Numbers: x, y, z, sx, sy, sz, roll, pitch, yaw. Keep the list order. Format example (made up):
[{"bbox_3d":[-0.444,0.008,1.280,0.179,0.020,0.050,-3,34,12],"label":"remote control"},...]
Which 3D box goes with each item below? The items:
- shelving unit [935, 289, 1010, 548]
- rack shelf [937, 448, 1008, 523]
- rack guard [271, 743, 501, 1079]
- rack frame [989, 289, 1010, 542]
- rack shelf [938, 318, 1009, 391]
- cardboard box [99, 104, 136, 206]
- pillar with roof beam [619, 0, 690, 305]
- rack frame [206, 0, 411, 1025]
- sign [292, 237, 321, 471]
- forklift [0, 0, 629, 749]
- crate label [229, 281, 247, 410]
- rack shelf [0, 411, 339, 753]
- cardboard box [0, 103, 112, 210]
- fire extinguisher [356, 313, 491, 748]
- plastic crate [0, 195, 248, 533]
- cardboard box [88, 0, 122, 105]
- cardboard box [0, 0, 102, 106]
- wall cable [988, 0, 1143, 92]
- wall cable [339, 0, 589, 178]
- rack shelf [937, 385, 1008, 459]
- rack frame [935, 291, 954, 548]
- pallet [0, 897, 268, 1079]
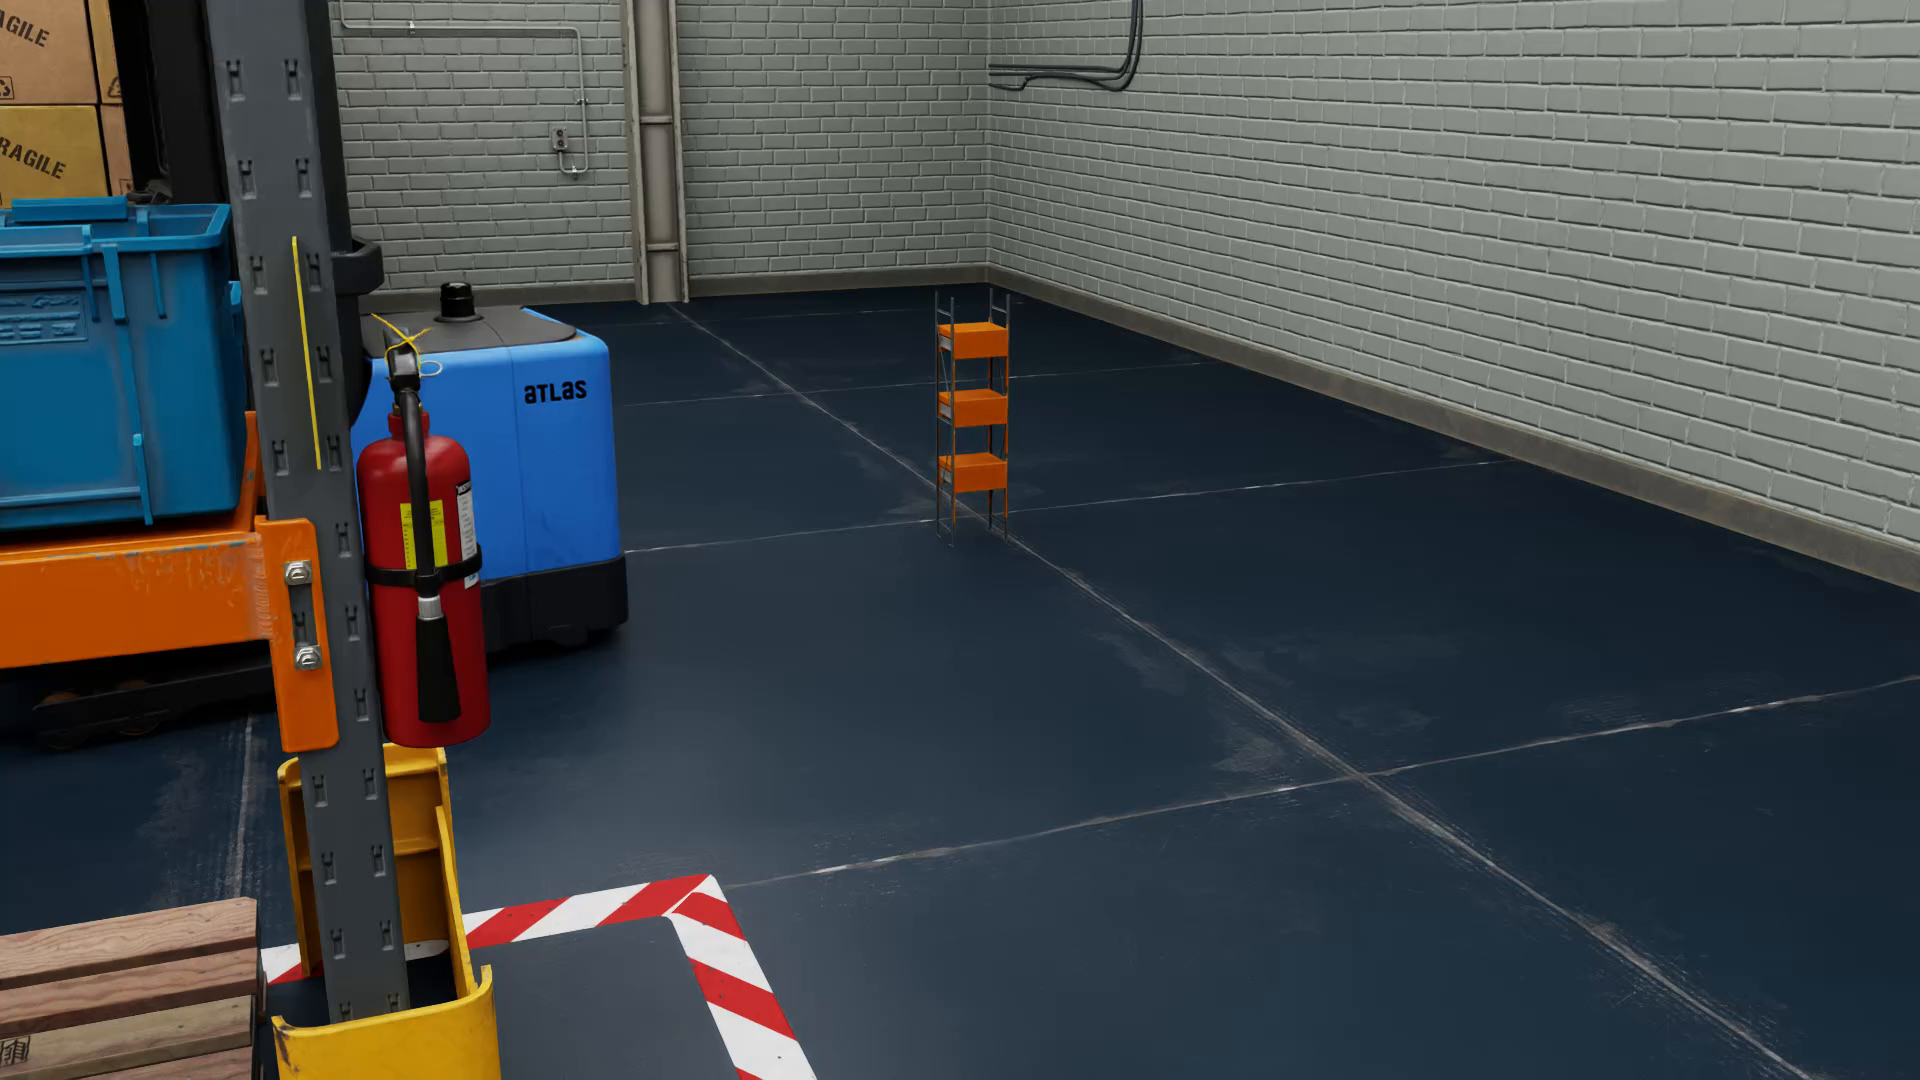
[{"bbox_3d":[0.050,-0.509,6.969,0.252,1.050,0.215,-6,17,-20],"label":"shelving unit"},{"bbox_3d":[0.050,-0.232,7.050,0.240,0.259,0.215,-6,17,-20],"label":"rack shelf"},{"bbox_3d":[-1.137,0.860,3.284,0.348,0.500,1.175,-6,17,-20],"label":"rack guard"},{"bbox_3d":[0.164,-0.521,7.011,0.008,1.050,0.200,-6,17,-20],"label":"rack frame"},{"bbox_3d":[0.050,-0.771,6.892,0.240,0.259,0.215,-6,17,-20],"label":"rack shelf"},{"bbox_3d":[-3.245,-1.569,6.939,0.500,0.500,0.500,-6,17,-18],"label":"cardboard box"},{"bbox_3d":[-0.948,-5.186,8.787,0.400,9.000,9.100,-6,17,-20],"label":"pillar with roof beam"},{"bbox_3d":[-1.155,-0.334,2.911,0.127,3.000,1.000,-6,17,-20],"label":"rack frame"},{"bbox_3d":[-0.943,-0.269,2.401,0.005,0.325,0.100,-6,17,-20],"label":"sign"},{"bbox_3d":[-2.701,-0.951,5.135,3.031,2.935,1.130,-10,19,-30],"label":"forklift"},{"bbox_3d":[-1.503,-0.344,3.137,0.303,0.233,0.416,-6,17,-20],"label":"crate label"},{"bbox_3d":[-3.023,0.213,2.326,4.000,0.370,1.077,-6,17,-20],"label":"rack shelf"},{"bbox_3d":[-3.728,-1.515,6.758,0.500,0.500,0.500,-6,17,-20],"label":"cardboard box"},{"bbox_3d":[-0.852,-0.013,2.619,0.183,0.674,0.296,-6,17,-20],"label":"fire extinguisher"},{"bbox_3d":[-1.401,-0.297,2.616,0.499,0.435,0.616,-6,17,-20],"label":"plastic crate"},{"bbox_3d":[-3.241,-2.048,6.797,0.500,0.500,0.500,-6,18,-21],"label":"cardboard box"},{"bbox_3d":[-3.713,-1.997,6.622,0.500,0.500,0.500,-6,17,-19],"label":"cardboard box"},{"bbox_3d":[0.709,-4.805,13.002,0.112,2.526,3.097,-6,17,-20],"label":"wall cable"},{"bbox_3d":[-3.843,-3.806,12.932,1.851,1.984,0.084,-6,17,-20],"label":"wall cable"},{"bbox_3d":[0.050,-0.499,6.972,0.240,0.259,0.215,-6,17,-20],"label":"rack shelf"},{"bbox_3d":[-0.064,-0.497,6.927,0.008,1.050,0.200,-6,17,-20],"label":"rack frame"},{"bbox_3d":[-1.939,1.077,3.056,1.213,0.211,1.003,-6,17,-20],"label":"pallet"}]
